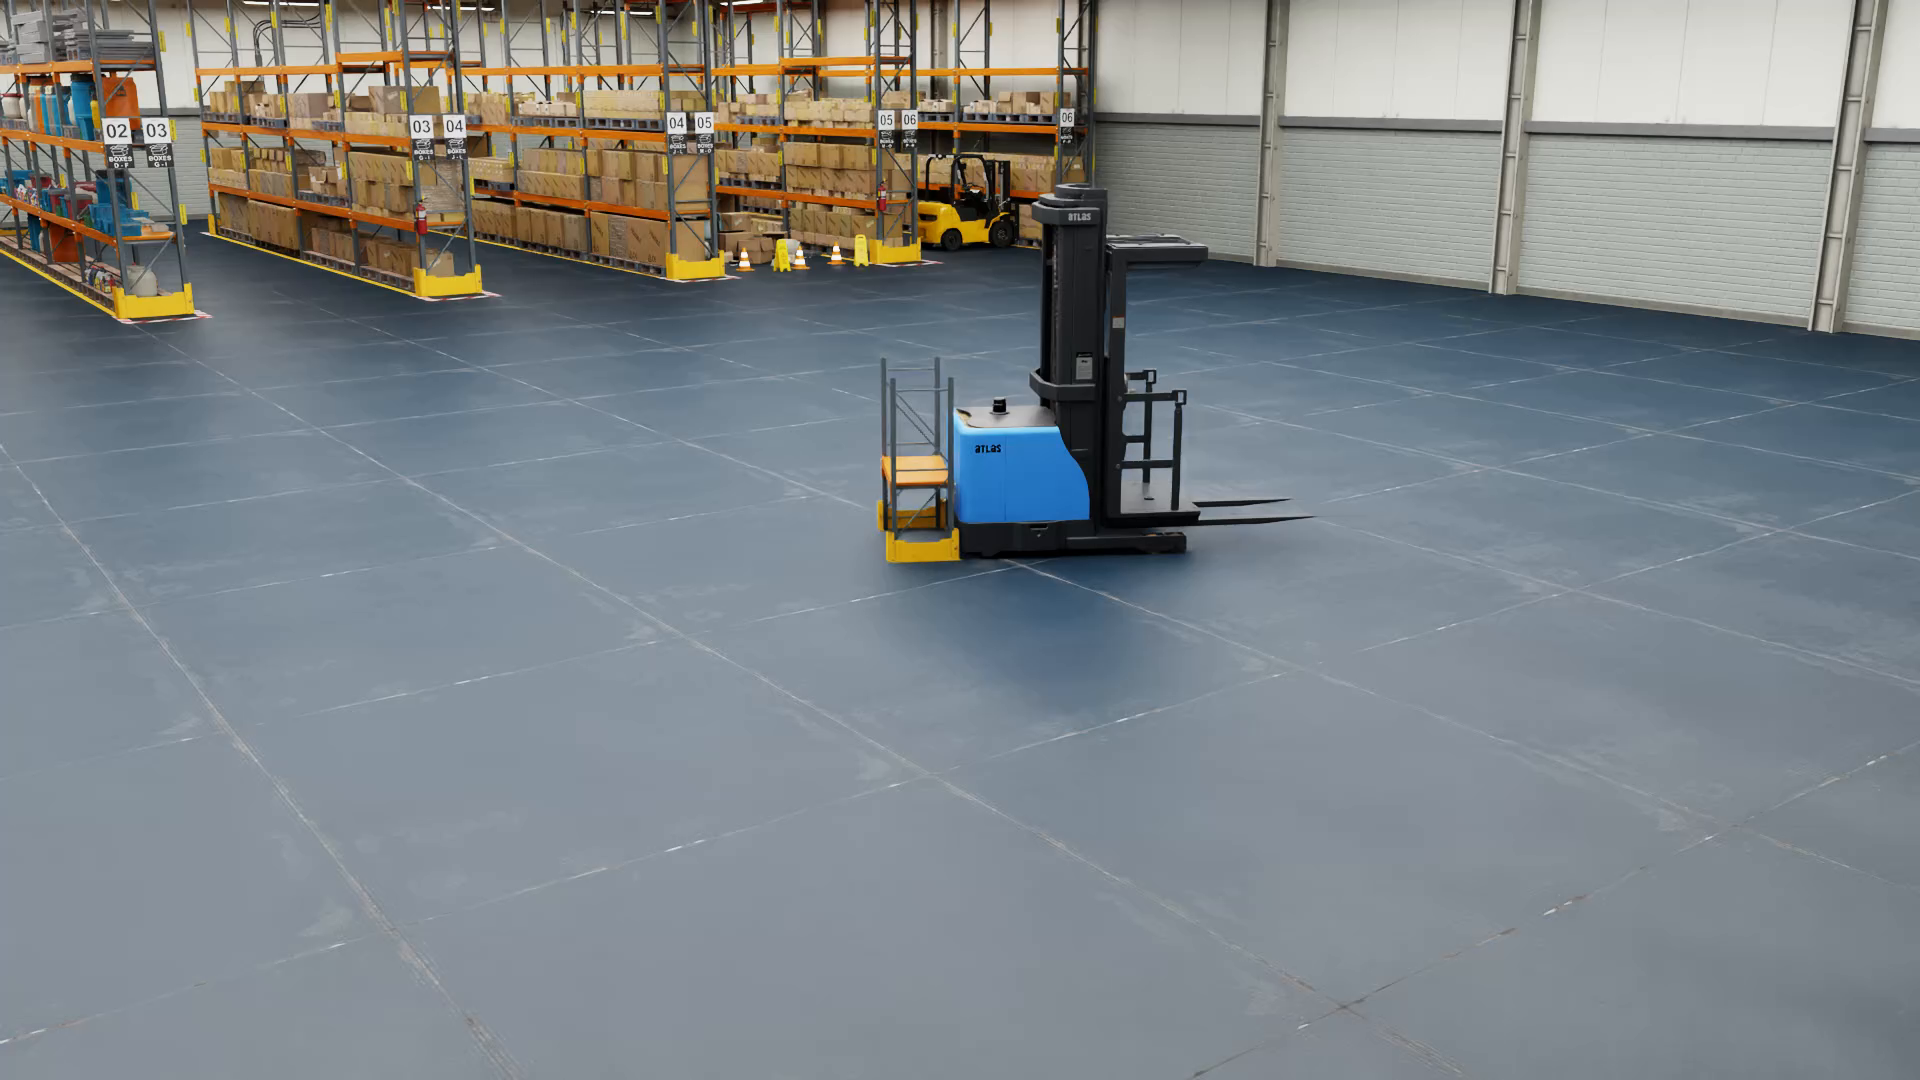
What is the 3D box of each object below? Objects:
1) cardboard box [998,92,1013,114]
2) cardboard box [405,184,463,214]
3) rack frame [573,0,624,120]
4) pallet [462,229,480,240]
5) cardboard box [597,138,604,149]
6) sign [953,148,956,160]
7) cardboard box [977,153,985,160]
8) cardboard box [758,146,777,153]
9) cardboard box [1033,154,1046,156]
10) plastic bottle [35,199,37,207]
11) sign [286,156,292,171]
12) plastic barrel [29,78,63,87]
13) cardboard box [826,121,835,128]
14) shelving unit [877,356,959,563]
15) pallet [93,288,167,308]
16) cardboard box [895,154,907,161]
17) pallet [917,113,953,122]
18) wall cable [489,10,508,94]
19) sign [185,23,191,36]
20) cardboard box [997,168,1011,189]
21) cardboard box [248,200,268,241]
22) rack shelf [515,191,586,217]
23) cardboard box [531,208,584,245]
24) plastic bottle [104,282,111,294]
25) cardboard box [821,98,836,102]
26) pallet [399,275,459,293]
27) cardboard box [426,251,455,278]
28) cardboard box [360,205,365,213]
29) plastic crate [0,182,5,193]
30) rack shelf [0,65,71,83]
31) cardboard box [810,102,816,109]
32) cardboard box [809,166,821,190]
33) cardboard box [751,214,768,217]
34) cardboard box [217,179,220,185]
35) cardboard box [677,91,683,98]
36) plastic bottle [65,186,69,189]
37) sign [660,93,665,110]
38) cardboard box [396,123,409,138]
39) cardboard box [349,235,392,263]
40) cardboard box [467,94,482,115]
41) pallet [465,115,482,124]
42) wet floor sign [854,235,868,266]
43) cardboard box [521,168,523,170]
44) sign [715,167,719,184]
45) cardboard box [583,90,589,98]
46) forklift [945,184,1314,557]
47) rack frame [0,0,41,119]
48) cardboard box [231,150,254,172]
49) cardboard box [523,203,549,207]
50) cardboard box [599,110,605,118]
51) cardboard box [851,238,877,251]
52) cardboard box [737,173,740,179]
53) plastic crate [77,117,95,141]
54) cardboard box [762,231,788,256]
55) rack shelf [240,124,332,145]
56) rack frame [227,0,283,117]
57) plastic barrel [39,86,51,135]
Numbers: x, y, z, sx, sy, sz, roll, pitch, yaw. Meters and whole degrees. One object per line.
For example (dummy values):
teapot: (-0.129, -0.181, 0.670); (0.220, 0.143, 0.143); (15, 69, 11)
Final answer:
cardboard box: (1.361, -10.450, 39.714); (0.797, 0.503, 0.637); (-10, 18, -33)
cardboard box: (-9.678, -6.285, 30.605); (0.875, 0.500, 0.500); (-11, 19, -35)
rack frame: (-7.657, -10.468, 35.276); (1.000, 3.000, 0.127); (-11, 19, -35)
pallet: (-11.902, -7.771, 42.071); (1.003, 0.211, 1.213); (-11, 19, -35)
cardboard box: (-9.804, -10.986, 46.450); (0.500, 0.500, 0.500); (-11, 19, -34)
sign: (-0.133, -9.569, 41.314); (0.100, 0.325, 0.005); (-11, 19, -35)
cardboard box: (0.632, -9.431, 40.870); (0.380, 0.149, 0.250); (-11, 19, -36)
cardboard box: (-4.582, -9.280, 39.523); (0.380, 0.149, 0.250); (-12, 19, -36)
cardboard box: (1.951, -9.185, 39.971); (0.380, 0.149, 0.250); (-11, 19, -36)
plastic bottle: (-18.858, -6.912, 34.026); (0.097, 0.201, 0.097); (0, 15, 0)
sign: (-14.527, -8.152, 35.984); (0.100, 0.325, 0.005); (-11, 19, -35)
plastic barrel: (-18.418, -8.889, 33.582); (0.600, 0.830, 0.708); (-11, 19, -35)
cardboard box: (-2.736, -9.189, 36.763); (0.380, 0.149, 0.250); (-11, 19, -35)
shelving unit: (-0.361, -0.689, 13.750); (0.587, 1.500, 1.083); (-2, 15, -6)
pallet: (-14.652, -4.302, 29.393); (1.003, 0.211, 1.213); (-11, 19, -35)
cardboard box: (-1.608, -10.075, 43.788); (0.380, 0.149, 0.250); (-11, 19, -34)
pallet: (-0.920, -10.976, 43.172); (1.003, 0.211, 1.213); (-10, 18, -32)
wall cable: (-14.340, -14.991, 51.802); (0.463, 3.000, 0.029); (-11, 19, -35)
sign: (-19.237, -12.724, 41.450); (0.100, 0.325, 0.005); (-11, 19, -35)
cardboard box: (1.247, -8.721, 40.068); (0.500, 0.500, 0.500); (-11, 19, -34)
cardboard box: (-16.040, -7.578, 39.312); (1.225, 0.875, 0.875); (-11, 19, -34)
rack shelf: (-8.833, -7.654, 37.723); (1.077, 0.370, 4.000); (-11, 19, -35)
cardboard box: (-9.207, -7.216, 38.224); (1.050, 0.750, 0.750); (-11, 19, -34)
plastic bottle: (-14.817, -4.390, 28.900); (0.097, 0.201, 0.097); (0, 15, 0)
cardboard box: (-3.629, -12.112, 45.892); (0.380, 0.149, 0.250); (-11, 19, -34)
pallet: (-9.870, -4.822, 31.294); (1.003, 0.211, 1.213); (-11, 19, -35)
cardboard box: (-9.730, -5.105, 30.984); (0.500, 0.500, 0.500); (-7, 17, -24)
cardboard box: (-11.539, -6.508, 32.647); (0.380, 0.149, 0.250); (-11, 19, -35)
plastic crate: (-21.961, -8.119, 38.260); (0.416, 0.233, 0.300); (-11, 19, -35)
rack shelf: (-19.263, -9.692, 34.562); (1.077, 0.370, 4.000); (-11, 19, -35)
cardboard box: (-3.147, -9.742, 37.272); (0.380, 0.149, 0.250); (-12, 19, -36)
cardboard box: (-3.080, -8.206, 37.622); (0.500, 0.500, 0.500); (-11, 19, -35)
cardboard box: (-5.300, -7.875, 41.348); (0.950, 0.372, 0.625); (-11, 19, -36)
cardboard box: (-18.385, -8.975, 41.663); (0.380, 0.149, 0.250); (-11, 19, -35)
cardboard box: (-5.390, -8.855, 33.047); (0.380, 0.149, 0.250); (-11, 19, -34)
plastic bottle: (-18.986, -7.361, 35.382); (0.144, 0.351, 0.185); (-11, 19, -35)
sign: (-5.752, -8.474, 32.148); (0.100, 0.325, 0.005); (-11, 19, -35)
cardboard box: (-9.865, -7.410, 30.069); (0.500, 0.250, 0.500); (-10, 18, -33)
cardboard box: (-12.072, -5.967, 34.097); (0.700, 0.500, 0.500); (-13, 20, -39)
cardboard box: (-11.559, -10.631, 40.564); (0.797, 0.503, 0.637); (-11, 19, -35)
pallet: (-11.472, -10.269, 40.588); (1.213, 0.211, 1.003); (-11, 19, -35)
wet floor sign: (-2.114, -6.168, 35.389); (0.267, 0.644, 0.232); (-4, 16, -15)
cardboard box: (-10.292, -8.845, 39.828); (0.380, 0.149, 0.250); (-10, 18, -32)
sign: (-4.853, -7.261, 33.132); (0.100, 0.325, 0.005); (-11, 19, -35)
cardboard box: (-7.718, -9.405, 35.054); (0.380, 0.149, 0.250); (-11, 19, -34)
forklift: (1.431, -1.432, 13.757); (3.031, 2.935, 1.130); (-2, 15, -7)
rack frame: (-20.438, -10.659, 35.974); (1.000, 3.000, 0.127); (-11, 19, -35)
cardboard box: (-17.210, -9.131, 40.057); (0.500, 0.500, 0.500); (-11, 19, -34)
cardboard box: (-10.218, -7.972, 40.039); (0.500, 0.250, 0.500); (-12, 19, -37)
cardboard box: (-7.271, -8.858, 34.567); (0.380, 0.149, 0.250); (-11, 19, -35)
cardboard box: (-2.067, -6.522, 36.637); (0.500, 0.250, 0.500); (-11, 19, -35)
cardboard box: (-5.213, -8.915, 40.646); (0.380, 0.149, 0.250); (-10, 18, -32)
plastic crate: (-14.748, -7.003, 28.327); (0.392, 0.384, 0.575); (-11, 19, -35)
cardboard box: (-4.183, -6.720, 37.676); (0.500, 0.500, 0.500); (1, 15, 4)
rack shelf: (-15.256, -9.207, 37.714); (1.077, 0.370, 4.000); (-11, 19, -35)
rack frame: (-16.432, -11.428, 38.783); (1.000, 3.000, 0.127); (-11, 19, -35)
plastic barrel: (-16.978, -8.100, 31.357); (0.600, 0.901, 0.708); (-11, 19, -35)
